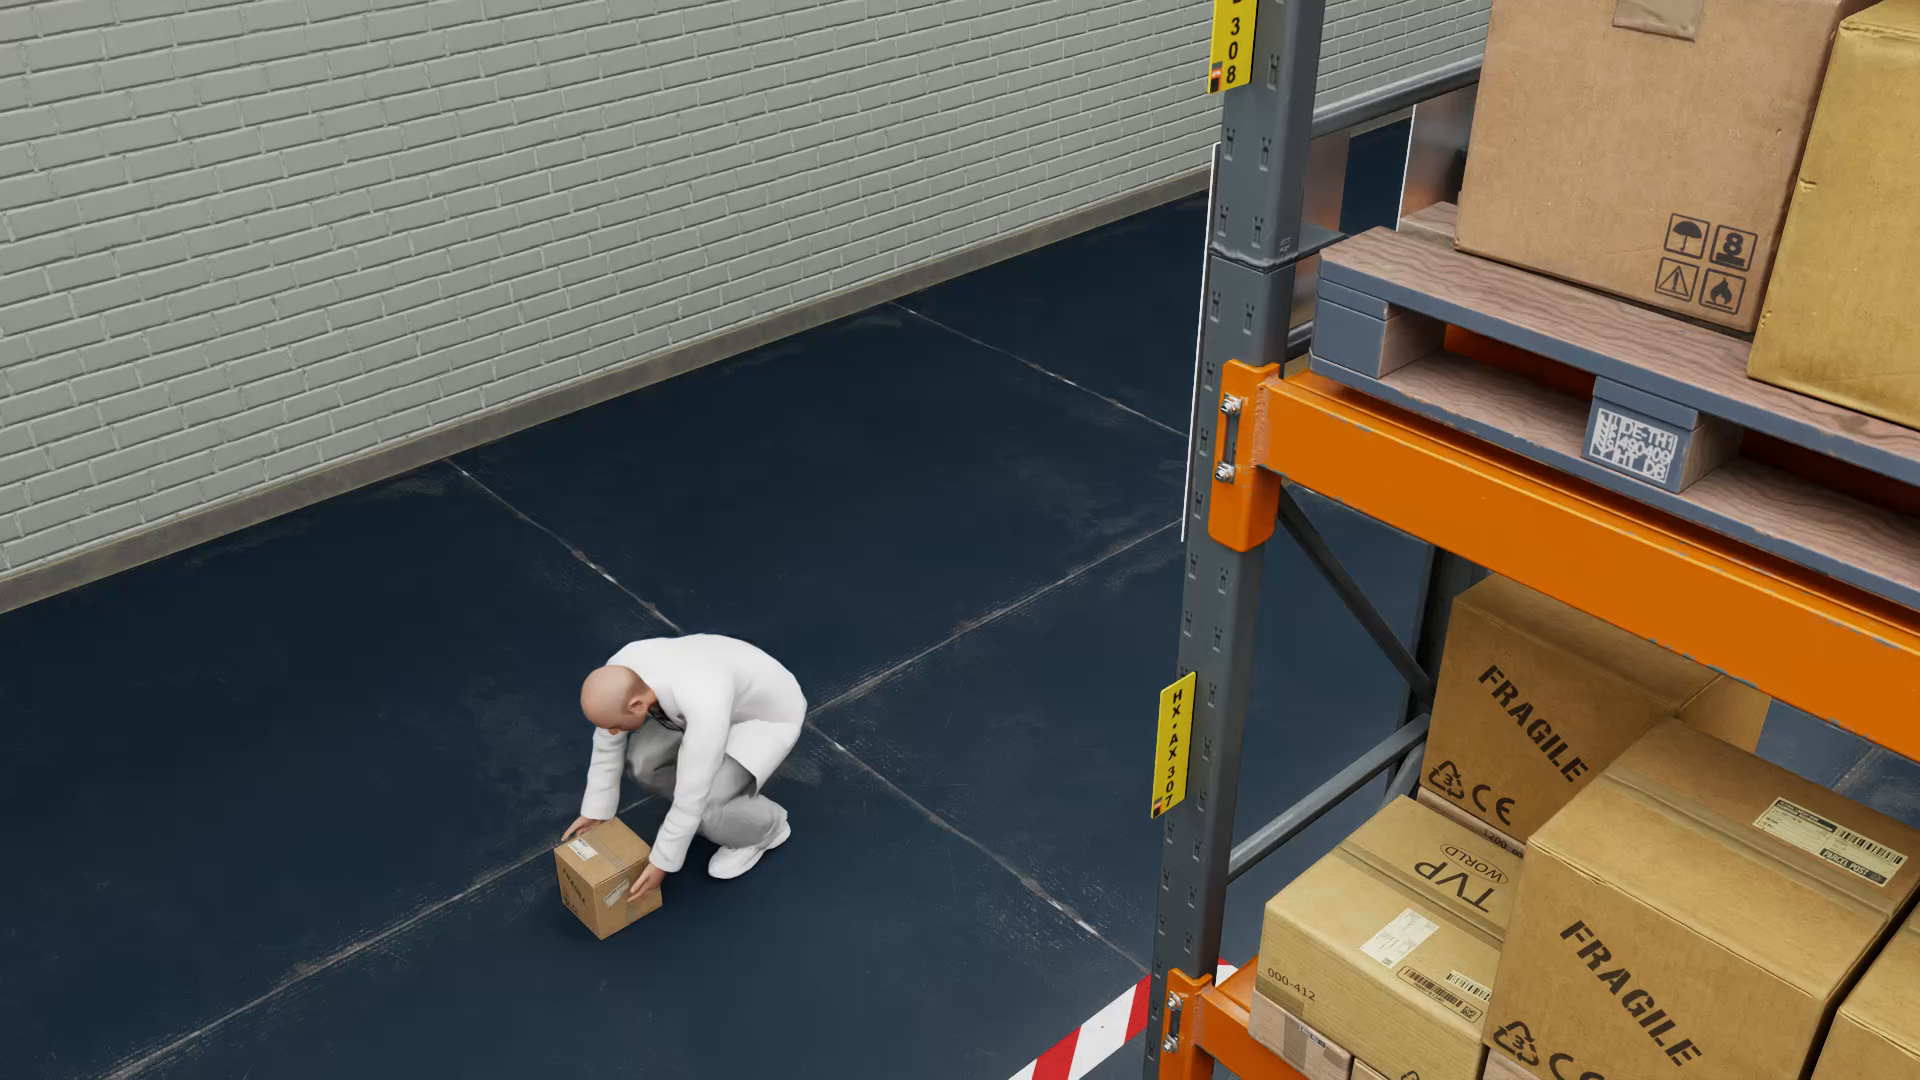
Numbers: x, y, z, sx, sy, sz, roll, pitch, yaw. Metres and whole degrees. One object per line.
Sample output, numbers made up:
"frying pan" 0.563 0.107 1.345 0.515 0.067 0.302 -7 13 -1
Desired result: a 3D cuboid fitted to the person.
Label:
"person" -0.919 0.719 5.735 0.896 0.981 0.611 -26 40 -36
